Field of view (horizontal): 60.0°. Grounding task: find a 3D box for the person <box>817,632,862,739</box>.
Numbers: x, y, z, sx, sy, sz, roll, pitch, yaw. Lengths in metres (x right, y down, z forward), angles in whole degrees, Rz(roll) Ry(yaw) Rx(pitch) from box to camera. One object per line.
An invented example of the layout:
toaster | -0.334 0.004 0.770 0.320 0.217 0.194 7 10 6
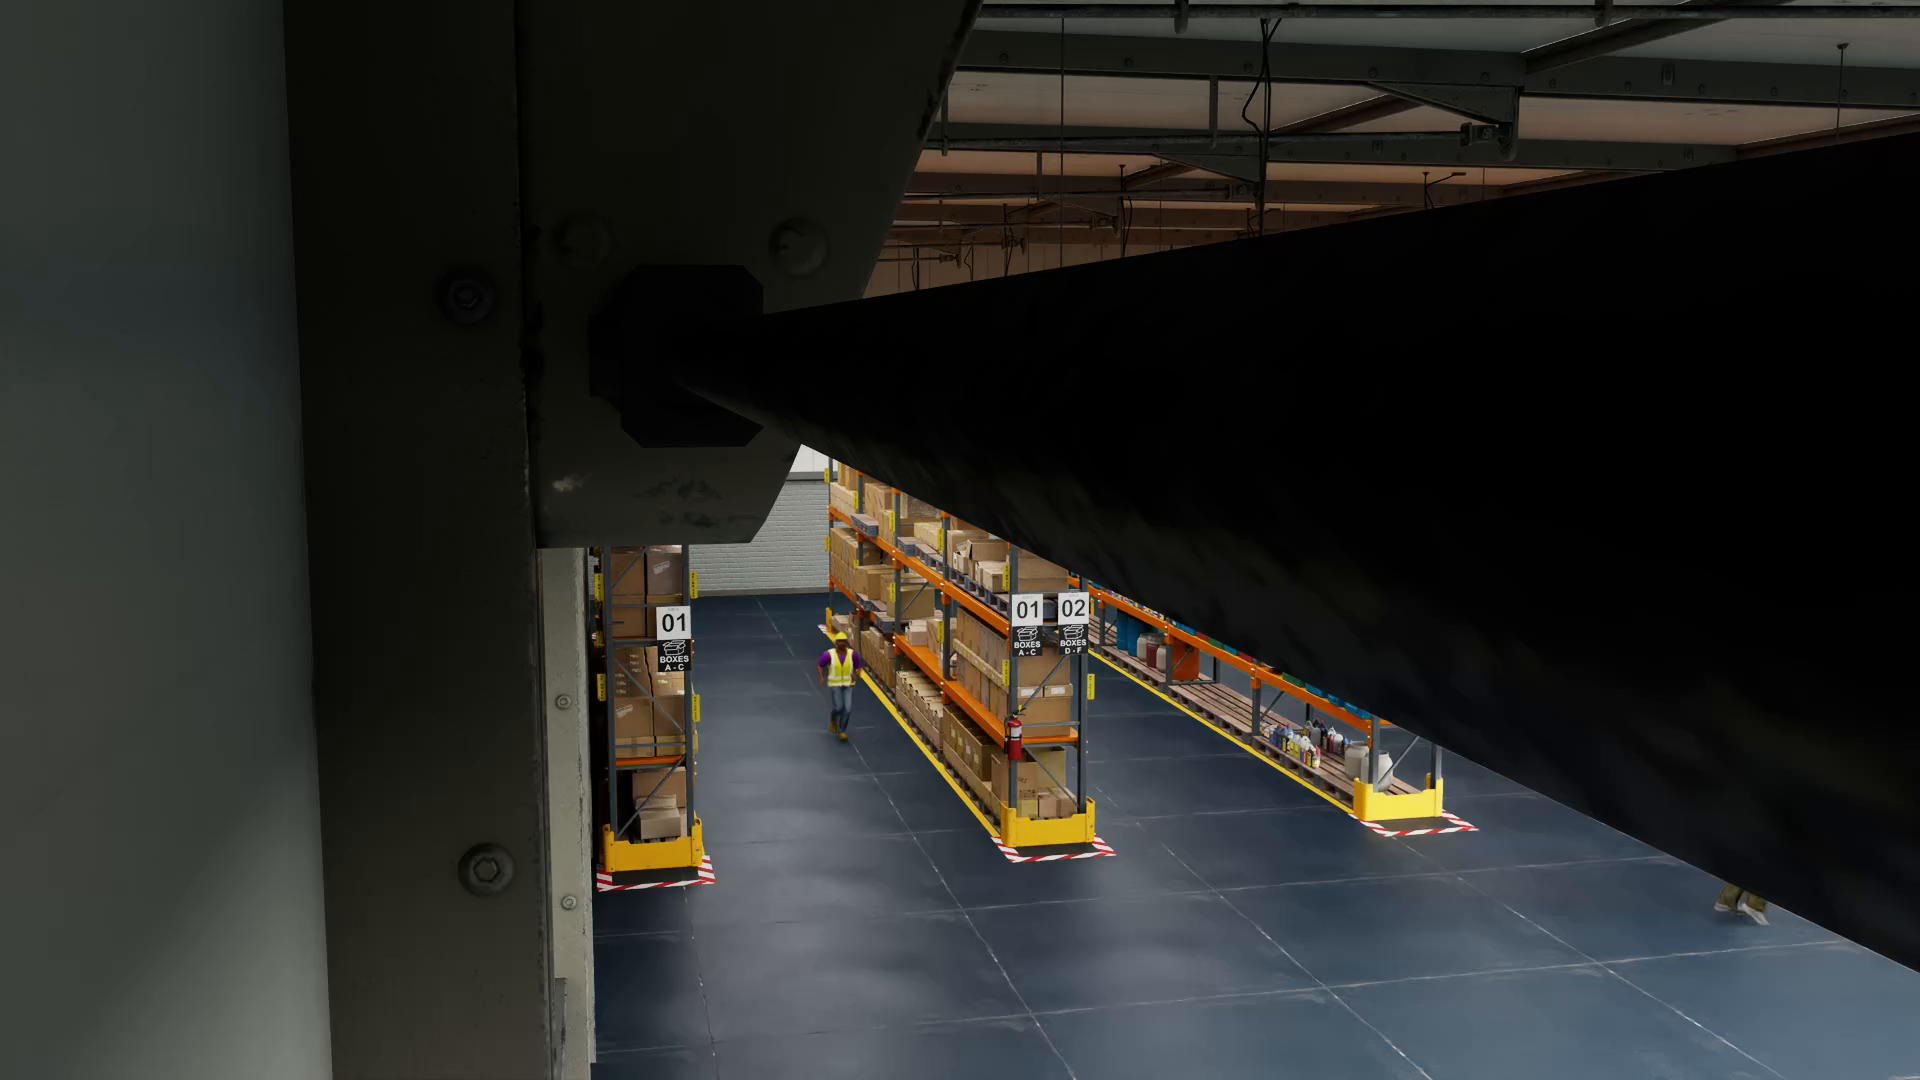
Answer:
person | -1.889 2.332 26.521 0.706 1.719 0.575 -2 7 -15

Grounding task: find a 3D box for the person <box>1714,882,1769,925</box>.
person | 8.676 3.424 18.211 0.713 1.640 0.696 1 7 11
